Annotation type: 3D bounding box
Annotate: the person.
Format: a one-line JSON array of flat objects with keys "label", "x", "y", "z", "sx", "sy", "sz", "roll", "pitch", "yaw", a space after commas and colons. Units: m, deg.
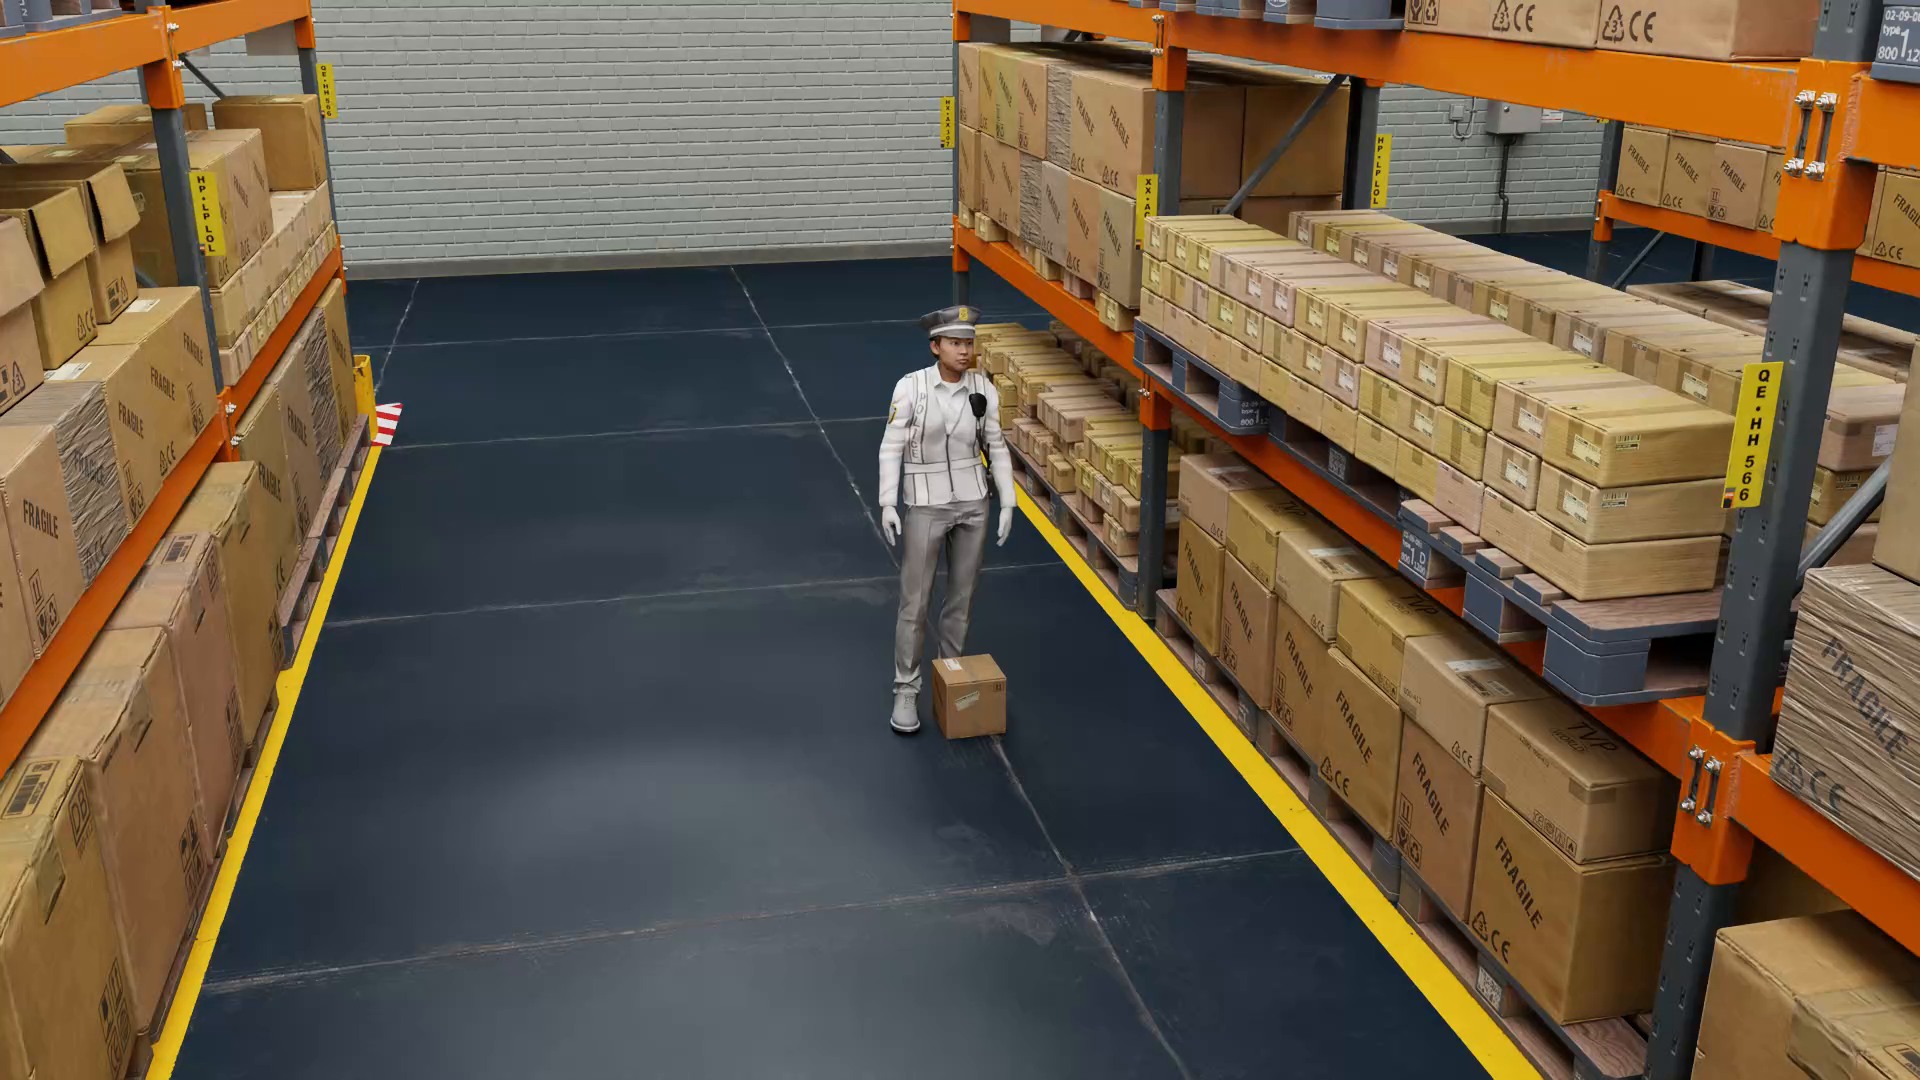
[{"label": "person", "x": -0.040, "y": -0.108, "z": 6.795, "sx": 0.587, "sy": 1.694, "sz": 0.529, "roll": -5, "pitch": 20, "yaw": -13}]
